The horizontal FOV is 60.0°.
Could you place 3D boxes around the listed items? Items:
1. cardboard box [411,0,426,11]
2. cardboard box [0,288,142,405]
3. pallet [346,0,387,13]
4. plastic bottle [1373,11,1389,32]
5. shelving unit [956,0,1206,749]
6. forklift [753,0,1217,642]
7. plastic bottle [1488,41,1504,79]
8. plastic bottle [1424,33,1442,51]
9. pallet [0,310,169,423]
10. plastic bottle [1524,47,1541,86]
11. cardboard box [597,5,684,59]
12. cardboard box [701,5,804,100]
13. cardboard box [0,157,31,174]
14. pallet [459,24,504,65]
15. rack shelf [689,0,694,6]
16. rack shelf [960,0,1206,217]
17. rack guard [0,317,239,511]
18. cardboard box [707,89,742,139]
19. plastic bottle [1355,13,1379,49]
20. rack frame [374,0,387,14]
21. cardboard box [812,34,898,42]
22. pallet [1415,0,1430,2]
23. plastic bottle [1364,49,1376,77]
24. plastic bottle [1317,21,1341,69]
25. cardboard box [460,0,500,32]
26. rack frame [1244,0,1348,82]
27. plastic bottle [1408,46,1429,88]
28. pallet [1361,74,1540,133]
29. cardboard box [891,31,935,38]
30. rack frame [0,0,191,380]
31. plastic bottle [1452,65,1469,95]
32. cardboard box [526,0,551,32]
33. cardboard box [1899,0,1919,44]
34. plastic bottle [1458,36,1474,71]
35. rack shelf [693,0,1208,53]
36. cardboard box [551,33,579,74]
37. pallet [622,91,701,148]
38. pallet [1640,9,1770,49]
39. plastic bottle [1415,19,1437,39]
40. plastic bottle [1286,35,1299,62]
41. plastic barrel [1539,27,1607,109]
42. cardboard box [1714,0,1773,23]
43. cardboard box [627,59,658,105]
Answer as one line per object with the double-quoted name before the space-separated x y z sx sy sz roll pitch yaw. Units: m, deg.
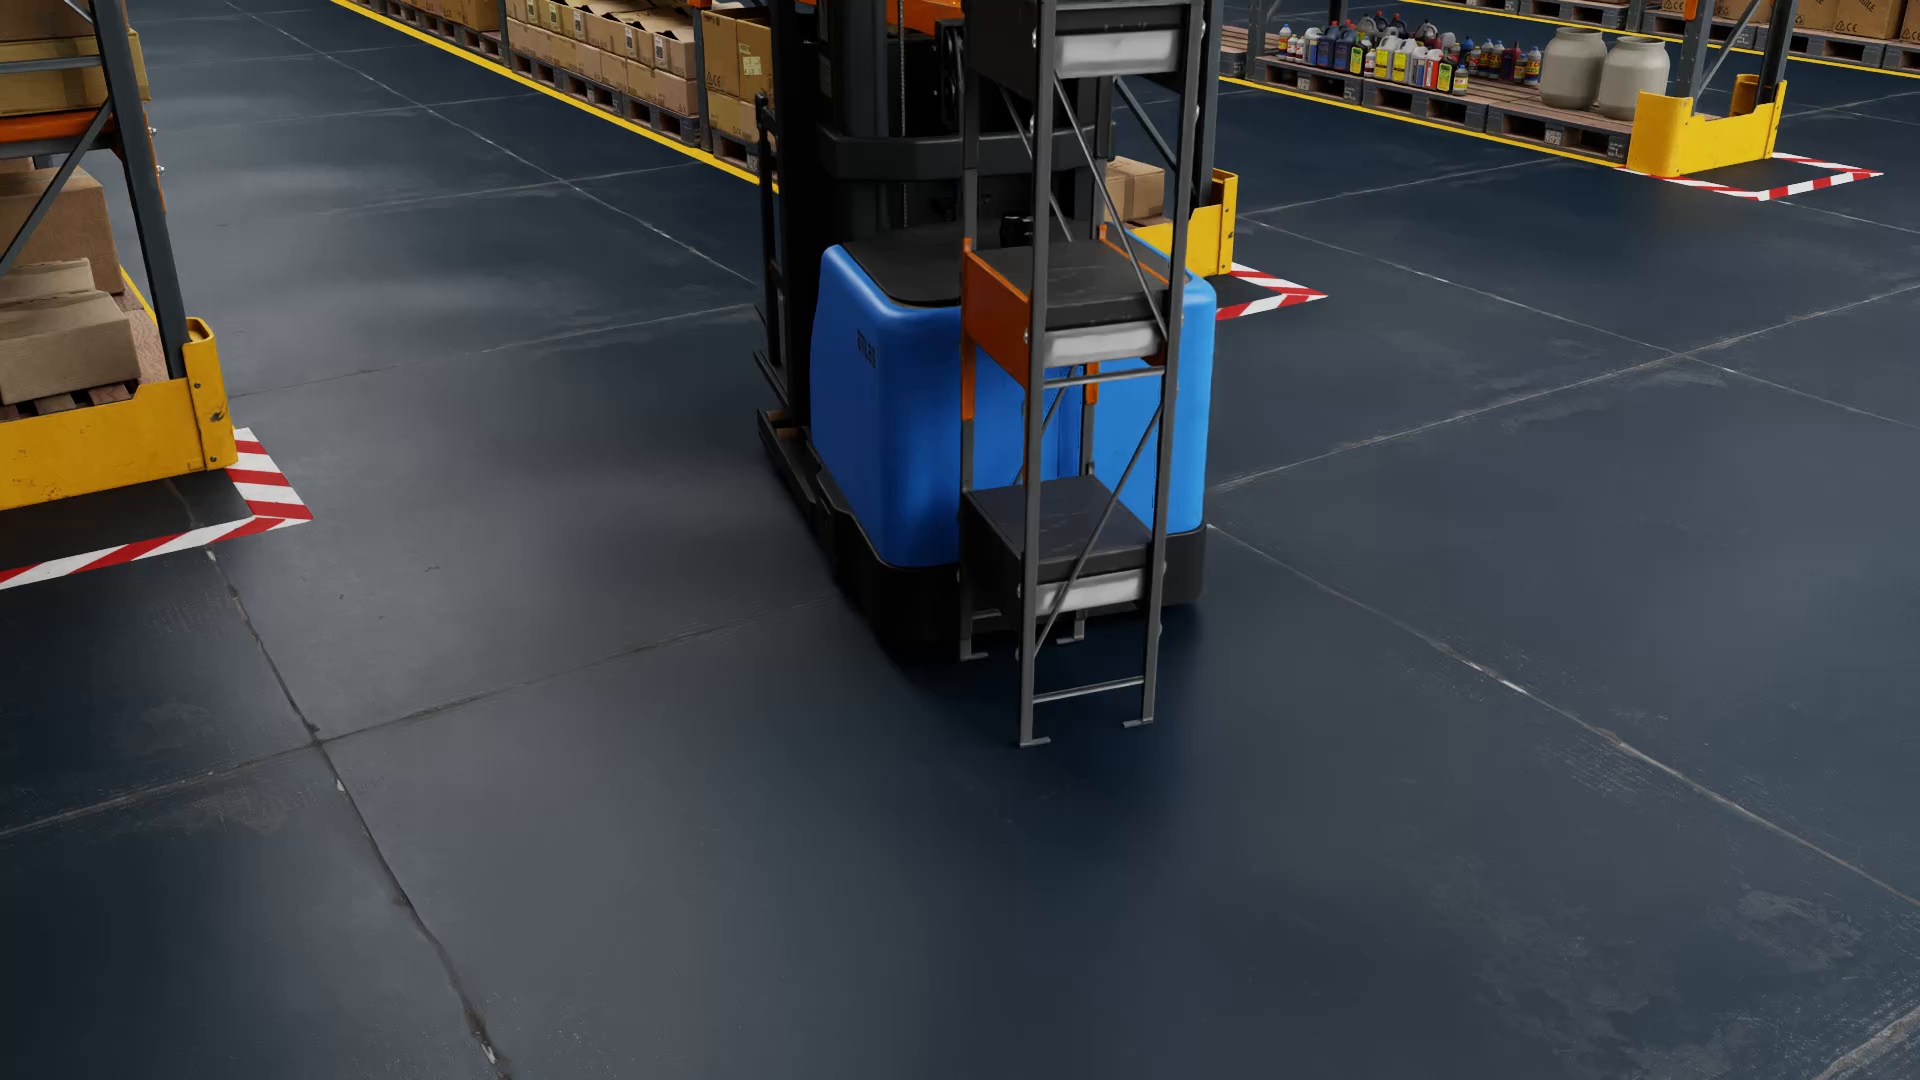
"cardboard box" -5.068 -5.464 16.224 0.500 0.500 0.500 -15 29 -29
"cardboard box" -3.595 -0.798 6.561 0.500 0.311 0.500 -19 32 -35
"pallet" -6.069 -5.979 18.168 1.003 0.211 1.213 -16 29 -30
"plastic bottle" 3.417 -4.124 13.559 0.144 0.351 0.185 -16 30 -31
"shelving unit" 0.277 -0.504 4.344 0.431 2.100 0.503 -9 28 -18
"forklift" -0.154 -1.628 5.766 1.130 2.935 3.031 -7 26 -15
"plastic bottle" 4.092 -3.664 12.678 0.097 0.271 0.097 0 25 0
"plastic bottle" 3.695 -3.825 13.005 0.061 0.283 0.133 -16 29 -30
"pallet" -3.748 -0.611 6.798 1.003 0.211 1.213 -16 29 -30
"plastic bottle" 4.279 -3.541 12.419 0.097 0.271 0.097 0 25 0
"cardboard box" -2.349 -3.775 12.304 0.500 0.311 0.500 -16 29 -30
"cardboard box" -1.337 -3.180 10.822 0.500 0.500 0.500 -16 29 -30
"cardboard box" -4.876 -1.684 8.216 0.500 0.500 0.500 -18 31 -33
"pallet" -3.887 -4.578 15.201 1.003 0.211 1.213 -16 29 -30
"rack shelf" -2.420 -4.523 12.660 1.077 0.370 4.000 -16 29 -30
"rack shelf" 0.283 -1.118 4.036 0.431 0.518 0.480 -9 28 -18
"rack guard" -3.334 -0.443 6.103 1.175 0.500 0.348 -16 29 -30
"cardboard box" -1.329 -2.843 10.987 0.500 0.250 0.500 -16 29 -30
"plastic bottle" 3.297 -4.090 13.488 0.144 0.351 0.185 -16 29 -30
"rack frame" -5.695 -6.994 17.052 1.000 3.000 0.127 -16 29 -30
"cardboard box" -0.516 -2.644 9.687 0.500 0.500 0.500 -16 29 -30
"pallet" 5.216 -6.330 18.911 1.003 0.211 1.213 -16 29 -30
"plastic bottle" 3.155 -3.660 12.751 0.097 0.201 0.097 0 25 0
"plastic bottle" 2.917 -3.901 13.088 0.144 0.351 0.185 -15 29 -28
"cardboard box" -4.219 -4.912 15.054 0.500 0.500 0.500 -14 29 -28
"rack frame" 2.824 -5.286 13.433 1.000 3.000 0.127 -16 29 -30
"plastic bottle" 3.448 -3.523 12.375 0.152 0.276 0.135 -16 30 -31
"pallet" 3.826 -3.338 12.574 1.003 0.211 1.213 -16 29 -30
"cardboard box" -0.067 -2.768 9.951 0.500 0.500 0.500 -16 29 -30
"rack frame" -3.293 -1.546 5.512 1.000 3.000 0.127 -16 29 -30
"plastic bottle" 3.638 -3.343 12.081 0.097 0.201 0.097 0 25 0
"cardboard box" -3.178 -4.322 13.463 0.500 0.311 0.500 -16 30 -31
"cardboard box" 8.476 -4.502 14.209 0.500 0.500 0.500 -8 26 -16
"plastic bottle" 3.927 -3.772 12.908 0.097 0.271 0.097 0 25 0
"rack shelf" -0.236 -3.092 9.629 1.077 0.370 4.000 -16 29 -30
"cardboard box" -2.908 -3.890 13.206 0.500 0.250 0.500 -16 30 -31
"pallet" -1.763 -3.126 12.125 1.003 0.211 1.213 -16 29 -30
"pallet" 7.370 -4.947 15.982 1.003 0.211 1.213 -16 29 -30
"plastic bottle" 3.698 -3.940 13.169 0.144 0.351 0.185 -16 29 -30
"plastic bottle" 2.686 -3.967 13.402 0.097 0.201 0.097 0 25 0
"plastic barrel" 4.311 -3.317 11.685 0.421 0.512 0.421 0 25 0
"cardboard box" 7.478 -5.144 15.569 0.500 0.500 0.500 -6 26 -13
"cardboard box" -2.072 -3.341 12.043 0.500 0.250 0.500 -16 30 -30
